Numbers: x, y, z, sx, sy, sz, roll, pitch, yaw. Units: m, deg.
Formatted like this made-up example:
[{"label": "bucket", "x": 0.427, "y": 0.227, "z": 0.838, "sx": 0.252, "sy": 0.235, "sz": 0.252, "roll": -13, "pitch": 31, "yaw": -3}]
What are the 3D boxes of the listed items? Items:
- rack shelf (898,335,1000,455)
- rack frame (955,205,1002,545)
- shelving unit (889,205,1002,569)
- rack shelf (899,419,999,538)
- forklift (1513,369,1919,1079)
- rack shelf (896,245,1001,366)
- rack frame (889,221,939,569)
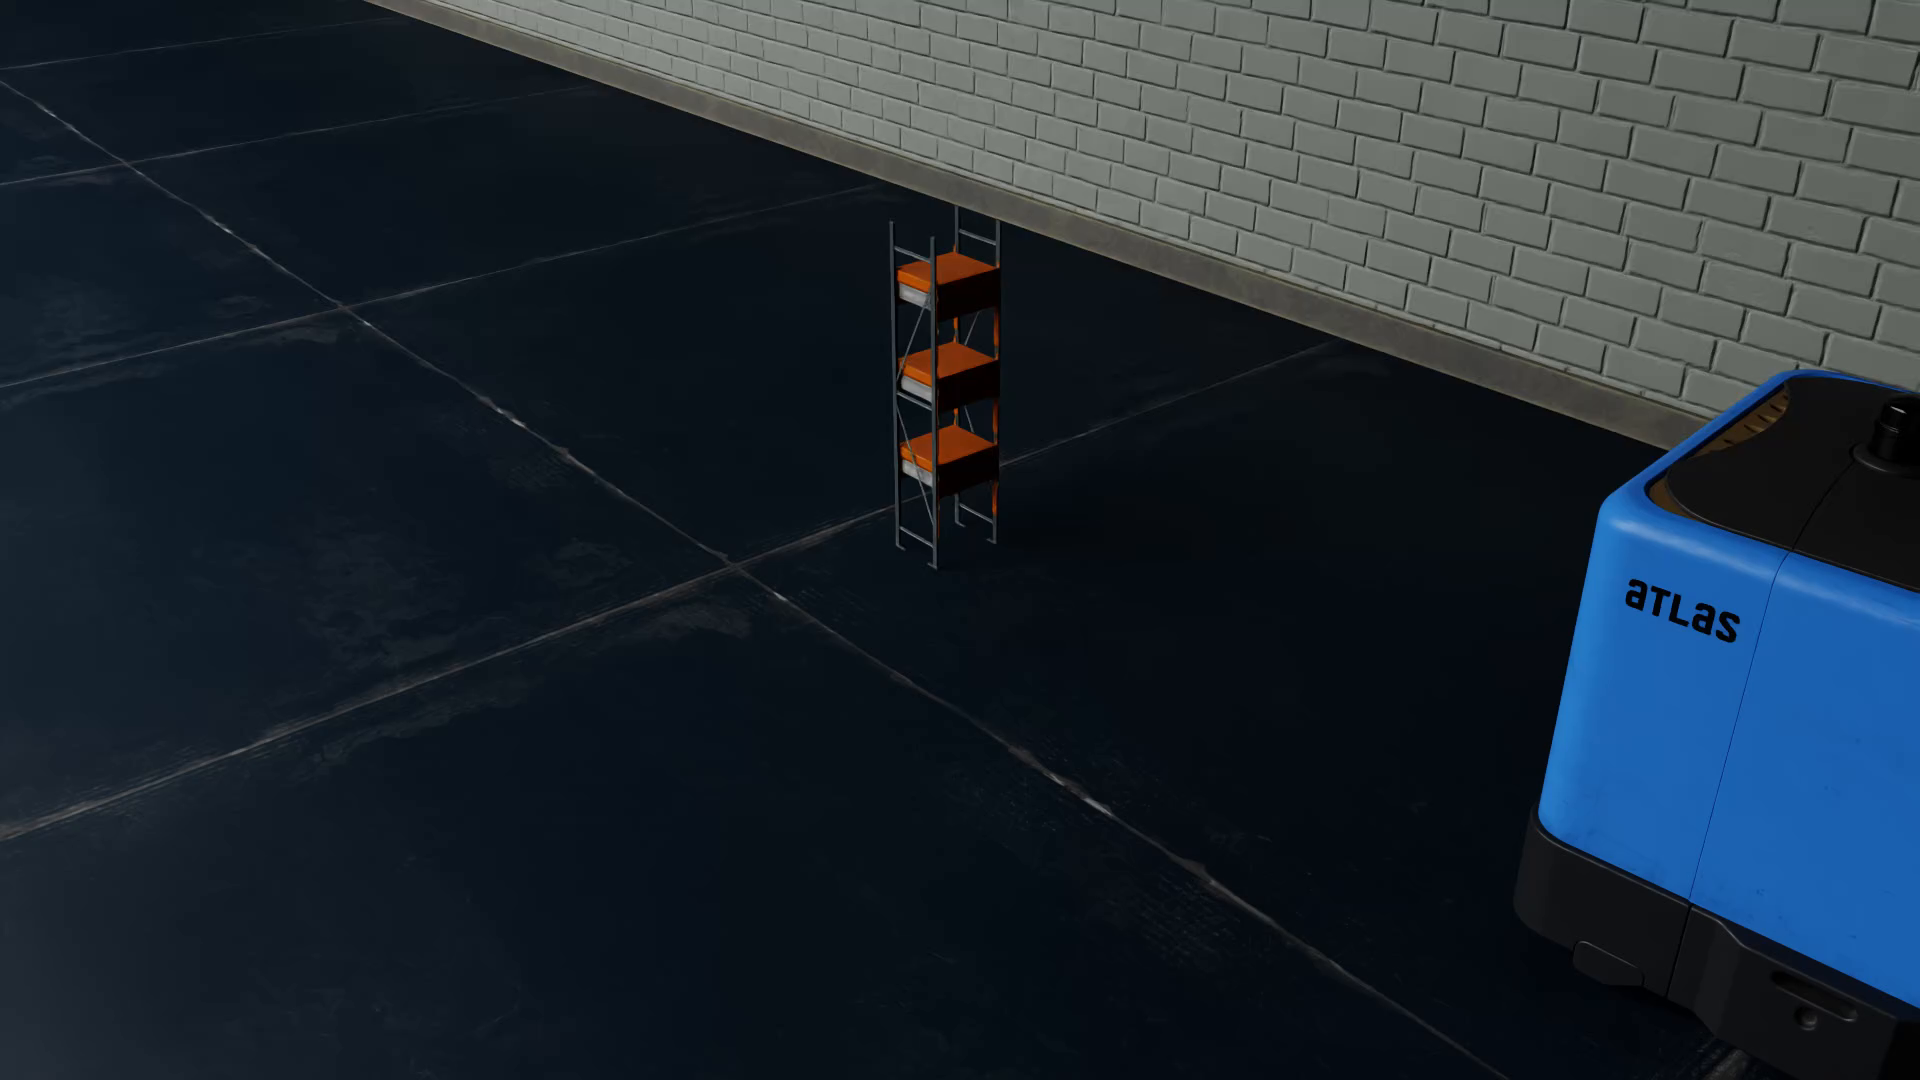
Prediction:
[{"label": "rack shelf", "x": -0.041, "y": -0.437, "z": 4.994, "sx": 0.240, "sy": 0.259, "sz": 0.215, "roll": -22, "pitch": 35, "yaw": -35}, {"label": "rack frame", "x": 0.052, "y": -0.484, "z": 5.059, "sx": 0.008, "sy": 1.050, "sz": 0.200, "roll": -22, "pitch": 35, "yaw": -35}, {"label": "shelving unit", "x": -0.041, "y": -0.447, "z": 4.989, "sx": 0.252, "sy": 1.050, "sz": 0.215, "roll": -22, "pitch": 35, "yaw": -35}, {"label": "rack shelf", "x": -0.041, "y": -0.192, "z": 5.125, "sx": 0.240, "sy": 0.259, "sz": 0.215, "roll": -22, "pitch": 35, "yaw": -35}, {"label": "forklift", "x": 2.614, "y": -0.105, "z": 2.354, "sx": 3.031, "sy": 2.935, "sz": 1.130, "roll": 24, "pitch": 37, "yaw": 38}, {"label": "rack shelf", "x": -0.041, "y": -0.688, "z": 4.861, "sx": 0.240, "sy": 0.259, "sz": 0.215, "roll": -22, "pitch": 35, "yaw": -35}, {"label": "rack frame", "x": -0.134, "y": -0.409, "z": 4.920, "sx": 0.008, "sy": 1.050, "sz": 0.200, "roll": -22, "pitch": 35, "yaw": -35}]
